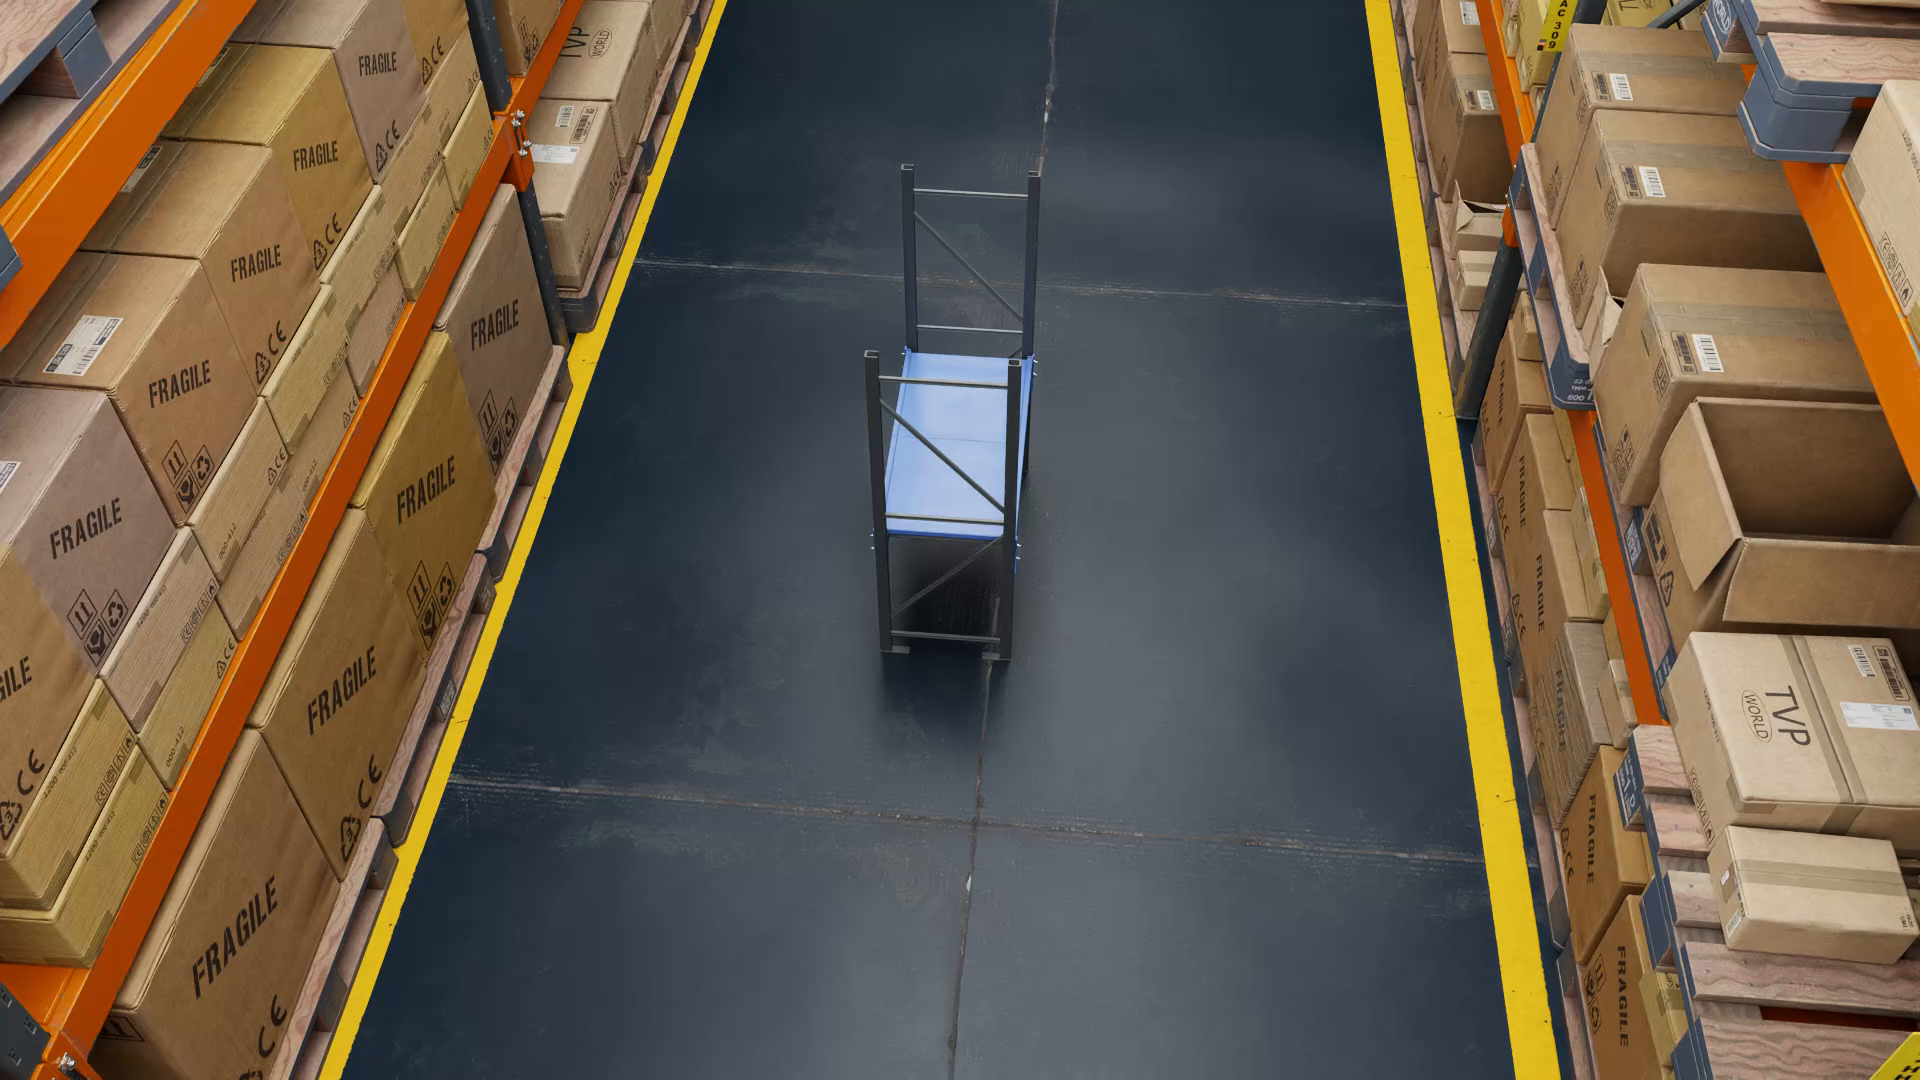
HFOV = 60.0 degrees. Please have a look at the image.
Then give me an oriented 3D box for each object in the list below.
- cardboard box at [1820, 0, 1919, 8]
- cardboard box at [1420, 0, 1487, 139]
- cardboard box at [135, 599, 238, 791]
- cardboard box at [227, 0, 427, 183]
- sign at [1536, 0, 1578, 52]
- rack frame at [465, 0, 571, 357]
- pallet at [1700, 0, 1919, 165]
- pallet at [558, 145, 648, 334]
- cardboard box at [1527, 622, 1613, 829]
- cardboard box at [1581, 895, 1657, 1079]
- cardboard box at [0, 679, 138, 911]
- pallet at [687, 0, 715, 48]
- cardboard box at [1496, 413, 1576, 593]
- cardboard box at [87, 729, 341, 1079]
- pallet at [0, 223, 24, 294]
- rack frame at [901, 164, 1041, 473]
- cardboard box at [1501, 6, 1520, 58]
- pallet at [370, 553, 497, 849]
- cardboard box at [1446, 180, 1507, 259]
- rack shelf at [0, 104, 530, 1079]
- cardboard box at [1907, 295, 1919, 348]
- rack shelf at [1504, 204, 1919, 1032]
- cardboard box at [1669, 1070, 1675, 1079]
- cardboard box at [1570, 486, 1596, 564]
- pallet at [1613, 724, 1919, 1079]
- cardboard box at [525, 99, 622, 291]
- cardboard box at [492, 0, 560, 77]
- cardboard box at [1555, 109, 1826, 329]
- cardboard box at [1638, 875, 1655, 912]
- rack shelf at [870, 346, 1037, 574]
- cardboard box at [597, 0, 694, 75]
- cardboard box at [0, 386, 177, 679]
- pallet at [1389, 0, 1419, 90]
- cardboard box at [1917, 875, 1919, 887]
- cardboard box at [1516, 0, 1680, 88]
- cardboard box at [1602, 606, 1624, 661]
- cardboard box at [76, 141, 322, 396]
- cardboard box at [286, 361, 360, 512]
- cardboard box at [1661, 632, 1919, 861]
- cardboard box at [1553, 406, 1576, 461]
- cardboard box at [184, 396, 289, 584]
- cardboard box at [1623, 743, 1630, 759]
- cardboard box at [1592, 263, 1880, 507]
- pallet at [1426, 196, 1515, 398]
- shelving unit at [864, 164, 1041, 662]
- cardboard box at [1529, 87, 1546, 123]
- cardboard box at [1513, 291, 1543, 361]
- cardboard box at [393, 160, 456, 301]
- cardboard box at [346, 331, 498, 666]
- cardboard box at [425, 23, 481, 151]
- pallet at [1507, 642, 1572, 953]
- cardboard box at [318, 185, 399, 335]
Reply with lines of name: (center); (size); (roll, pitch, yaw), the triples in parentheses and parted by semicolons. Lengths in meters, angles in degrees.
cardboard box: (2.129, -1.327, 3.742); (0.380, 0.149, 0.250); (5, 48, 4)
cardboard box: (2.617, -2.335, 8.289); (0.500, 0.500, 0.500); (5, 48, 4)
cardboard box: (-2.317, 0.389, 4.489); (0.500, 0.250, 0.500); (3, 48, 2)
cardboard box: (-2.107, -1.525, 5.392); (0.500, 0.500, 0.500); (5, 48, 4)
sign: (2.126, -1.871, 5.868); (0.100, 0.325, 0.005); (4, 48, 4)
rack frame: (-2.277, -1.879, 6.462); (1.000, 3.000, 0.127); (4, 48, 4)
pallet: (2.446, -1.261, 3.991); (1.213, 0.211, 1.003); (4, 48, 4)
pallet: (-2.129, -1.492, 7.997); (1.003, 0.211, 1.213); (4, 48, 4)
cardboard box: (2.257, 0.633, 5.574); (0.500, 0.500, 0.500); (2, 48, 2)
cardboard box: (2.183, 1.401, 4.872); (0.500, 0.500, 0.500); (3, 48, 3)
cardboard box: (-2.349, 0.586, 3.970); (0.500, 0.250, 0.500); (4, 48, 3)
pallet: (-1.907, -3.285, 9.637); (1.003, 0.211, 1.213); (4, 48, 4)
cardboard box: (2.360, -0.114, 6.257); (0.500, 0.500, 0.500); (3, 48, 3)
cardboard box: (-2.495, 1.133, 4.862); (0.875, 0.875, 0.875); (3, 48, 3)
pallet: (-2.635, -0.365, 3.173); (1.213, 0.211, 1.003); (6, 48, 5)
rack frame: (0.039, -0.817, 6.507); (0.500, 1.500, 0.032); (4, 48, 4)
cardboard box: (2.446, -2.100, 6.834); (0.380, 0.149, 0.250); (5, 48, 5)
pallet: (-2.380, 0.533, 6.146); (1.003, 0.211, 1.213); (4, 48, 4)
cardboard box: (2.458, -1.459, 7.646); (0.396, 0.266, 0.258); (5, 48, 5)
rack shelf: (-2.459, -0.167, 5.383); (1.077, 0.370, 4.000); (4, 48, 4)
cardboard box: (2.152, -0.334, 3.117); (0.500, 0.250, 0.500); (4, 48, 4)
rack shelf: (2.484, 0.164, 5.081); (1.077, 0.370, 4.000); (4, 48, 4)
cardboard box: (2.095, 1.494, 4.347); (0.380, 0.149, 0.250); (2, 48, 2)
cardboard box: (2.337, -0.038, 5.748); (0.380, 0.149, 0.250); (4, 48, 3)
pallet: (2.294, 0.953, 4.002); (1.213, 0.211, 1.003); (4, 48, 4)
cardboard box: (-2.112, -1.611, 7.668); (0.875, 0.438, 0.875); (3, 48, 3)
cardboard box: (-1.973, -2.240, 6.725); (0.500, 0.500, 0.500); (5, 48, 5)
cardboard box: (2.353, -1.003, 5.308); (0.700, 0.500, 0.500); (4, 48, 4)
cardboard box: (2.157, 1.101, 4.706); (0.380, 0.149, 0.250); (2, 48, 2)
rack shelf: (-0.008, -0.322, 6.298); (0.538, 0.185, 1.000); (4, 48, 4)
cardboard box: (-1.948, -2.931, 8.876); (0.875, 0.438, 0.875); (5, 48, 5)
cardboard box: (-2.317, -0.022, 4.018); (0.500, 0.500, 0.500); (4, 48, 4)
pallet: (2.953, -2.905, 9.290); (1.003, 0.211, 1.213); (4, 48, 4)
cardboard box: (2.505, 0.848, 3.615); (0.500, 0.500, 0.500); (6, 48, 5)
cardboard box: (2.470, -1.989, 6.462); (0.500, 0.250, 0.500); (5, 48, 5)
cardboard box: (2.317, 0.344, 5.398); (0.380, 0.149, 0.250); (4, 48, 4)
cardboard box: (-2.205, -0.772, 4.704); (0.500, 0.500, 0.500); (5, 48, 4)
cardboard box: (-2.222, -0.359, 5.173); (0.500, 0.250, 0.500); (4, 48, 4)
cardboard box: (2.076, 0.503, 4.100); (0.500, 0.250, 0.500); (2, 48, 2)
cardboard box: (2.409, -0.422, 6.099); (0.380, 0.149, 0.250); (2, 48, 2)
cardboard box: (-2.243, -0.159, 4.652); (0.500, 0.250, 0.500); (4, 48, 3)
cardboard box: (2.248, 0.726, 5.048); (0.380, 0.149, 0.250); (3, 48, 3)
cardboard box: (2.281, -0.426, 4.781); (0.700, 0.500, 0.500); (4, 48, 3)
pallet: (2.730, -1.112, 7.650); (1.003, 0.211, 1.213); (4, 48, 4)
shelving unit: (-0.008, -0.443, 6.165); (0.538, 1.500, 1.048); (4, 48, 4)
cardboard box: (2.444, -1.715, 6.482); (0.380, 0.149, 0.250); (4, 48, 4)
cardboard box: (2.369, -0.820, 6.463); (0.380, 0.149, 0.250); (6, 48, 5)
cardboard box: (-2.114, -1.108, 5.858); (0.500, 0.250, 0.500); (3, 48, 3)
cardboard box: (-2.328, -0.179, 6.062); (0.875, 0.875, 0.875); (5, 48, 5)
cardboard box: (-2.075, -1.657, 6.022); (0.500, 0.250, 0.500); (4, 48, 3)
pallet: (2.522, 0.892, 5.817); (1.003, 0.211, 1.213); (4, 48, 4)
cardboard box: (-2.154, -0.908, 5.337); (0.500, 0.250, 0.500); (5, 48, 4)
